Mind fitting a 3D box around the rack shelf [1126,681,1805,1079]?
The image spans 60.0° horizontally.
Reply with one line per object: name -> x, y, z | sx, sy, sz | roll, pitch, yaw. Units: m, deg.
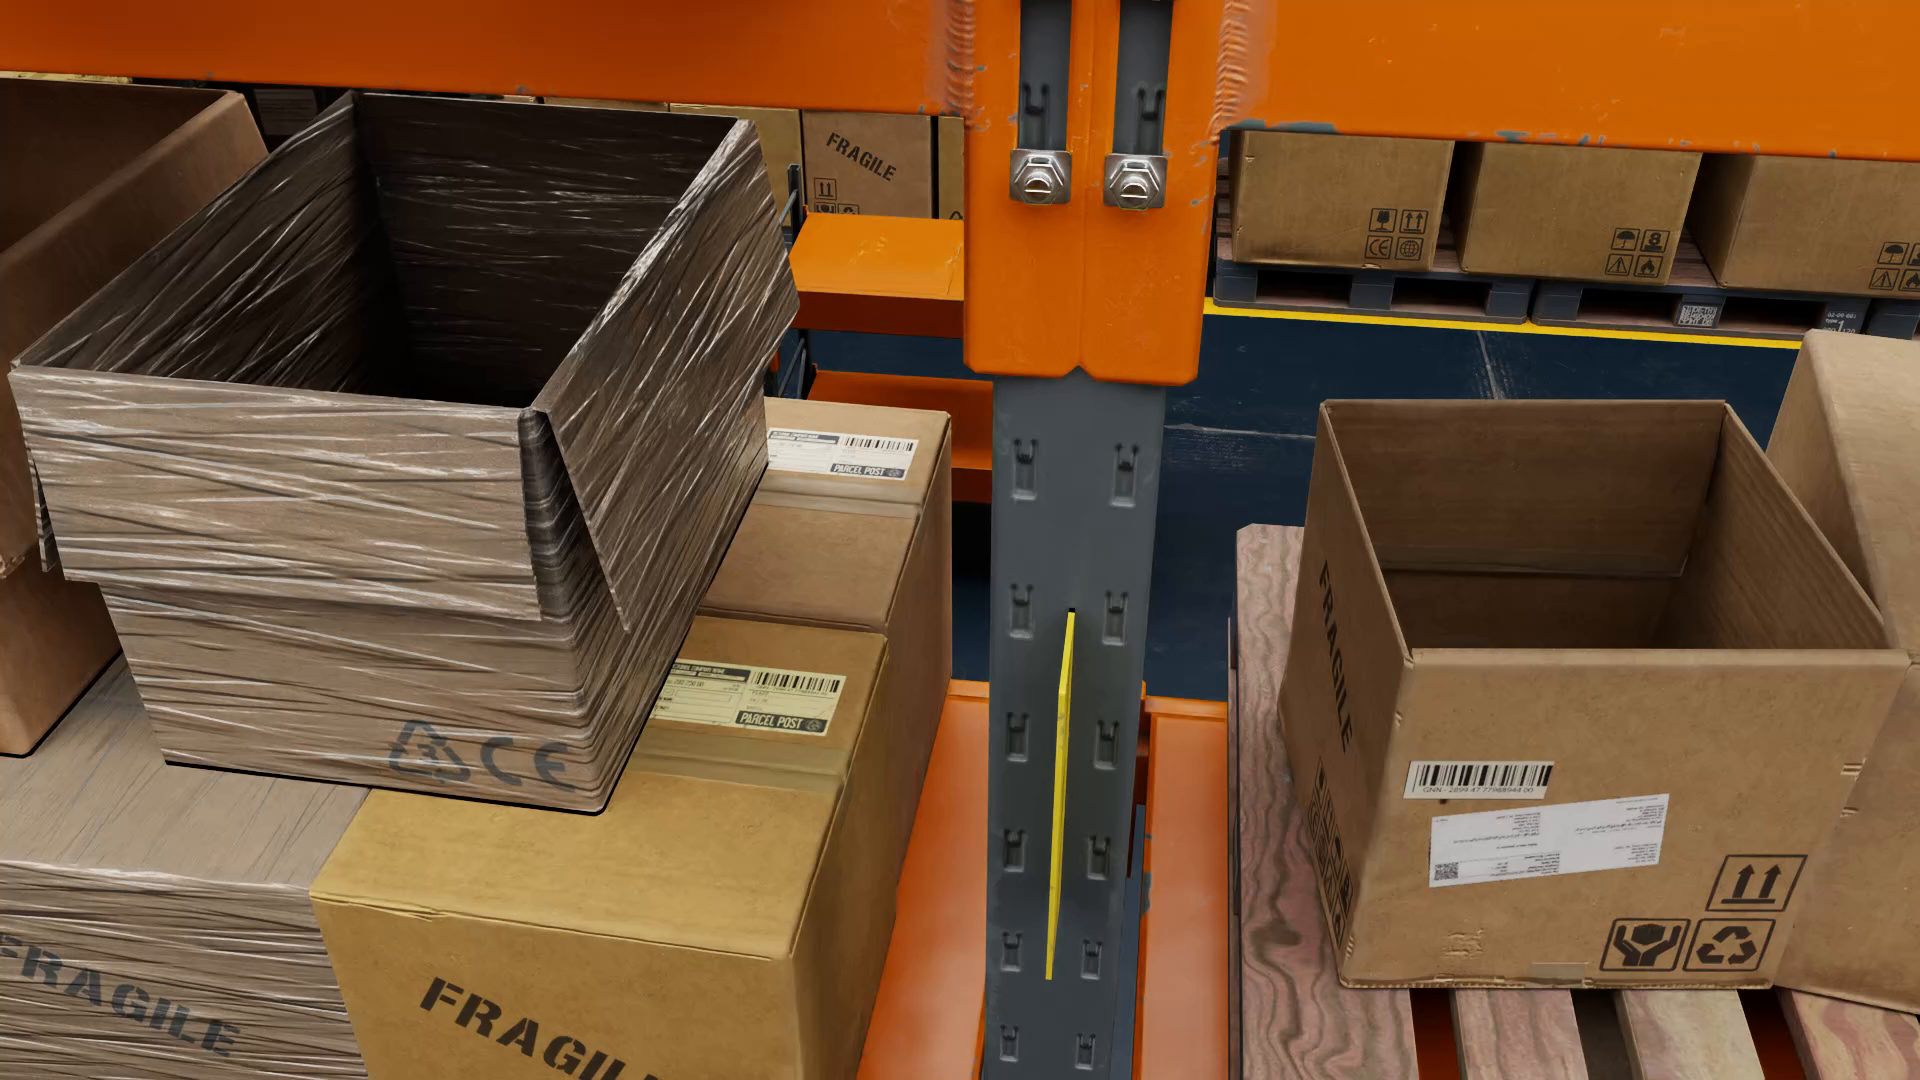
rack shelf -> 2.133, 0.809, 2.154 | 4.000, 0.370, 1.077 | 4, 36, 6

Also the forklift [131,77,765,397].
forklift -> -2.121, -1.225, 4.444 | 3.031, 2.935, 1.130 | 1, 36, 1

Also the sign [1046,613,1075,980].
sign -> 0.082, 0.217, 1.368 | 0.005, 0.325, 0.100 | 4, 36, 6

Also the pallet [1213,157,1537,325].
pallet -> 1.654, -1.246, 6.814 | 1.213, 0.211, 1.003 | 4, 36, 6

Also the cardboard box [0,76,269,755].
cardboard box -> -1.220, -0.194, 1.991 | 0.637, 0.503, 0.797 | 5, 36, 7

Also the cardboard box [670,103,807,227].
cardboard box -> -0.846, -1.604, 6.706 | 0.500, 0.500, 0.500 | 3, 36, 4

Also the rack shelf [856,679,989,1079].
rack shelf -> -1.834, 0.513, 2.569 | 4.000, 0.370, 1.077 | 4, 36, 6

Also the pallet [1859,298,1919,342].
pallet -> 4.074, -1.065, 6.561 | 1.213, 0.211, 1.003 | 4, 36, 6

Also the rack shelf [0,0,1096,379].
rack shelf -> -1.834, -0.708, 1.697 | 4.000, 0.370, 1.077 | 4, 36, 6

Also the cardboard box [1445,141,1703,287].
cardboard box -> 2.342, -1.578, 6.454 | 0.750, 0.750, 1.050 | 5, 36, 7

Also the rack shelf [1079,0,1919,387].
rack shelf -> 2.133, -0.412, 1.283 | 4.000, 0.370, 1.077 | 4, 36, 6

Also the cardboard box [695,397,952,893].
cardboard box -> -0.298, 0.134, 2.393 | 0.500, 0.500, 0.500 | 5, 36, 7

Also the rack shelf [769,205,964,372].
rack shelf -> -0.007, -0.697, 4.754 | 1.000, 0.278, 0.538 | 4, 36, 6

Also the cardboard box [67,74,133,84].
cardboard box -> -3.472, -1.908, 6.921 | 0.250, 0.149, 0.380 | 5, 36, 7

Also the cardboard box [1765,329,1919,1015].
cardboard box -> 1.257, 0.157, 2.001 | 0.500, 0.500, 0.700 | 9, 37, 13

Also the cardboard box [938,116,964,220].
cardboard box -> 0.195, -1.534, 6.608 | 0.500, 0.500, 0.500 | 4, 36, 6

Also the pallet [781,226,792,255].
pallet -> -1.100, -1.498, 7.167 | 1.213, 0.211, 1.003 | 4, 36, 6

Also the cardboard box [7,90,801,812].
cardboard box -> -0.574, -0.145, 1.921 | 0.637, 0.503, 0.797 | 5, 36, 8

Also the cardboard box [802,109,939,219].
cardboard box -> -0.319, -1.575, 6.664 | 0.500, 0.500, 0.500 | 6, 36, 8

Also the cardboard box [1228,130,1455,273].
cardboard box -> 1.474, -1.641, 6.542 | 0.750, 0.750, 1.050 | 4, 36, 5

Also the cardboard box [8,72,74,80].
cardboard box -> -3.731, -1.904, 6.916 | 0.250, 0.149, 0.380 | 5, 36, 7

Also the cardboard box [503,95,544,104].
cardboard box -> -1.862, -1.686, 6.821 | 0.500, 0.500, 0.500 | 6, 36, 8

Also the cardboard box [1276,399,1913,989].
cardboard box -> 0.690, 0.173, 1.978 | 0.500, 0.500, 0.500 | 0, 36, 0

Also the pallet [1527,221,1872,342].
pallet -> 2.860, -1.154, 6.685 | 1.213, 0.211, 1.003 | 4, 36, 6

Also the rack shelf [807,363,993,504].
rack shelf -> -0.007, -0.259, 5.066 | 1.000, 0.278, 0.538 | 4, 36, 6

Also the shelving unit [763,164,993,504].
shelving unit -> -0.007, -0.458, 4.924 | 1.048, 1.125, 0.538 | 4, 36, 6

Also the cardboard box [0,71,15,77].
cardboard box -> -3.978, -1.918, 6.936 | 0.250, 0.149, 0.380 | 4, 36, 6

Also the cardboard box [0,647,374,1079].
cardboard box -> -0.865, 0.393, 2.031 | 0.500, 0.500, 0.500 | 4, 36, 6

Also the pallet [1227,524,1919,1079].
pallet -> 0.870, 0.437, 2.220 | 1.003, 0.211, 1.213 | 4, 36, 6

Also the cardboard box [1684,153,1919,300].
cardboard box -> 3.265, -1.509, 6.358 | 0.750, 0.750, 1.050 | 4, 36, 6

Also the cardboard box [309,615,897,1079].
cardboard box -> -0.372, 0.433, 1.975 | 0.500, 0.500, 0.500 | 5, 36, 7

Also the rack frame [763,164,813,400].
rack frame -> -0.511, -0.496, 4.977 | 0.032, 1.125, 0.500 | 4, 36, 6

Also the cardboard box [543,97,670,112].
cardboard box -> -1.341, -1.655, 6.778 | 0.500, 0.500, 0.500 | 5, 36, 7
